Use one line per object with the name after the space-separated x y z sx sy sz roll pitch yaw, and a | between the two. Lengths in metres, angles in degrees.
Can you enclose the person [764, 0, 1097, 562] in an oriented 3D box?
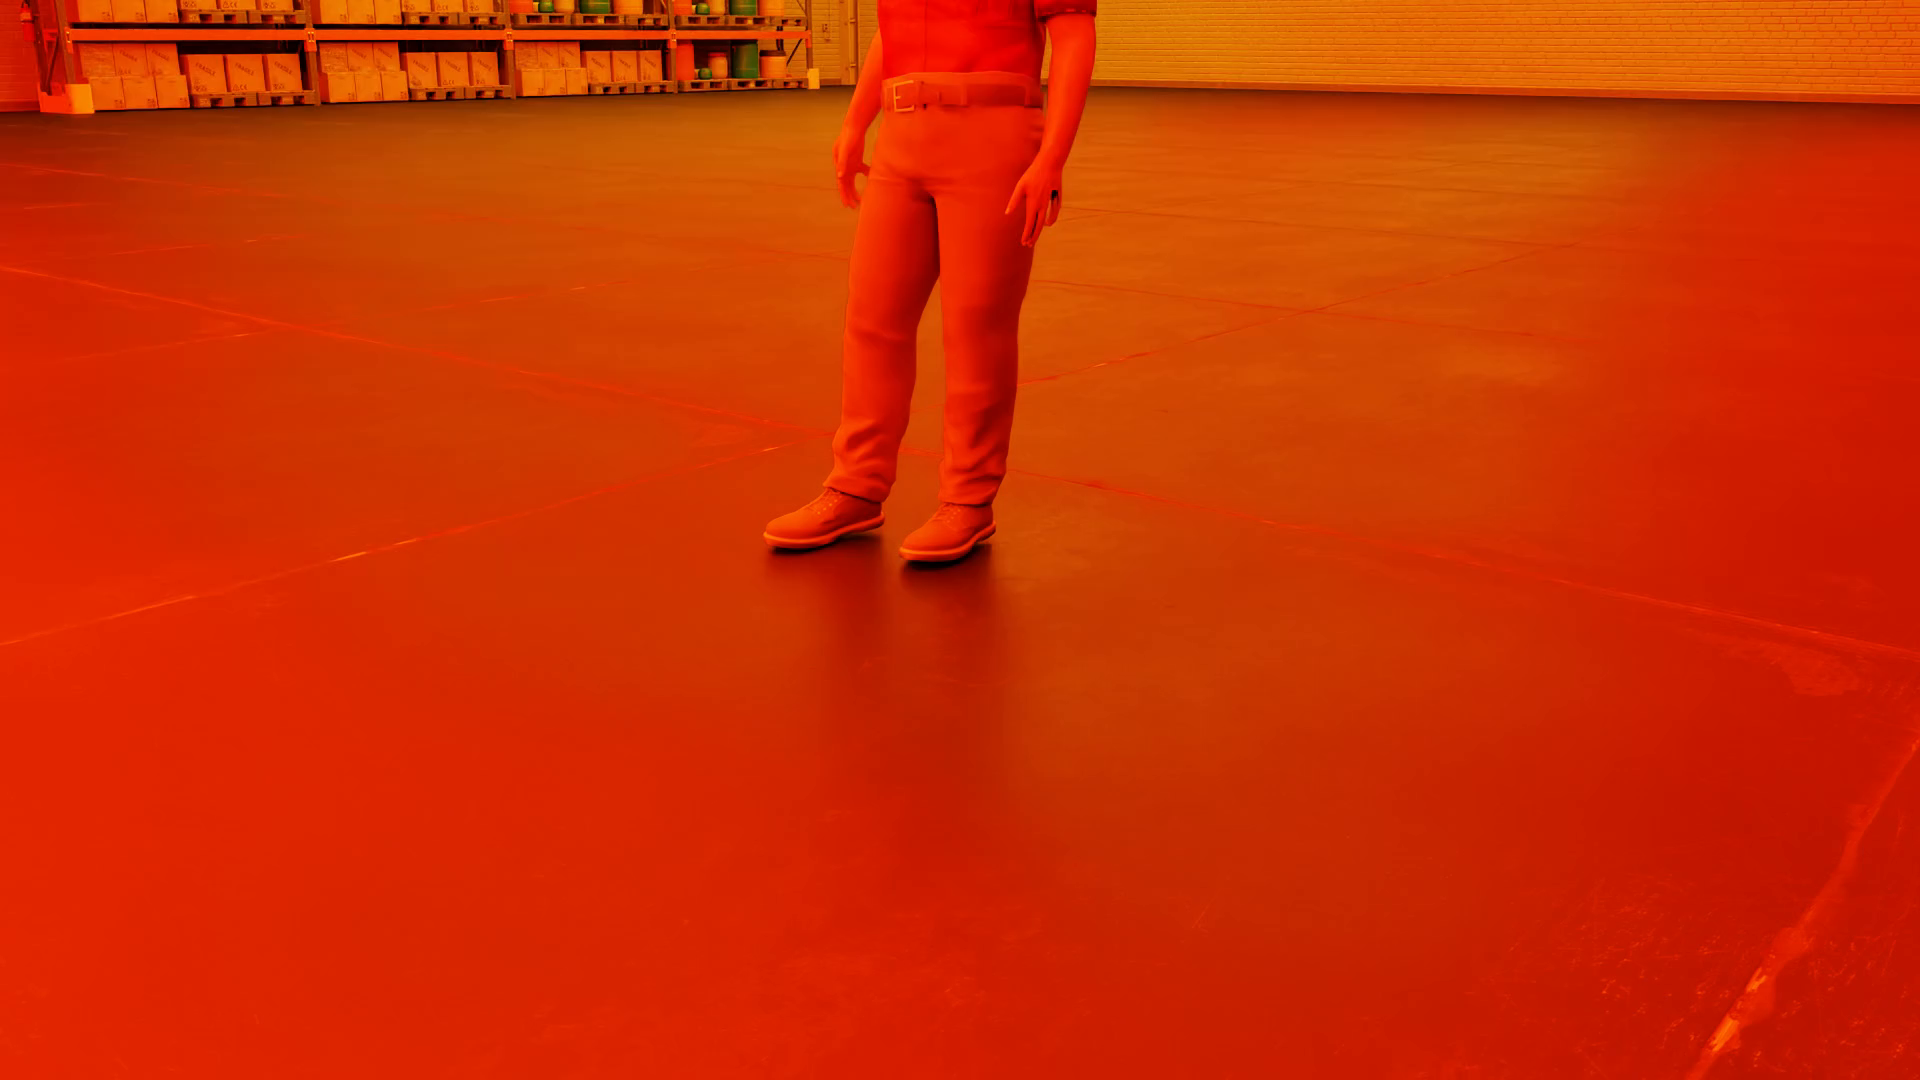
-0.067 -0.816 3.630 0.640 1.727 0.551 13 21 37 | person
